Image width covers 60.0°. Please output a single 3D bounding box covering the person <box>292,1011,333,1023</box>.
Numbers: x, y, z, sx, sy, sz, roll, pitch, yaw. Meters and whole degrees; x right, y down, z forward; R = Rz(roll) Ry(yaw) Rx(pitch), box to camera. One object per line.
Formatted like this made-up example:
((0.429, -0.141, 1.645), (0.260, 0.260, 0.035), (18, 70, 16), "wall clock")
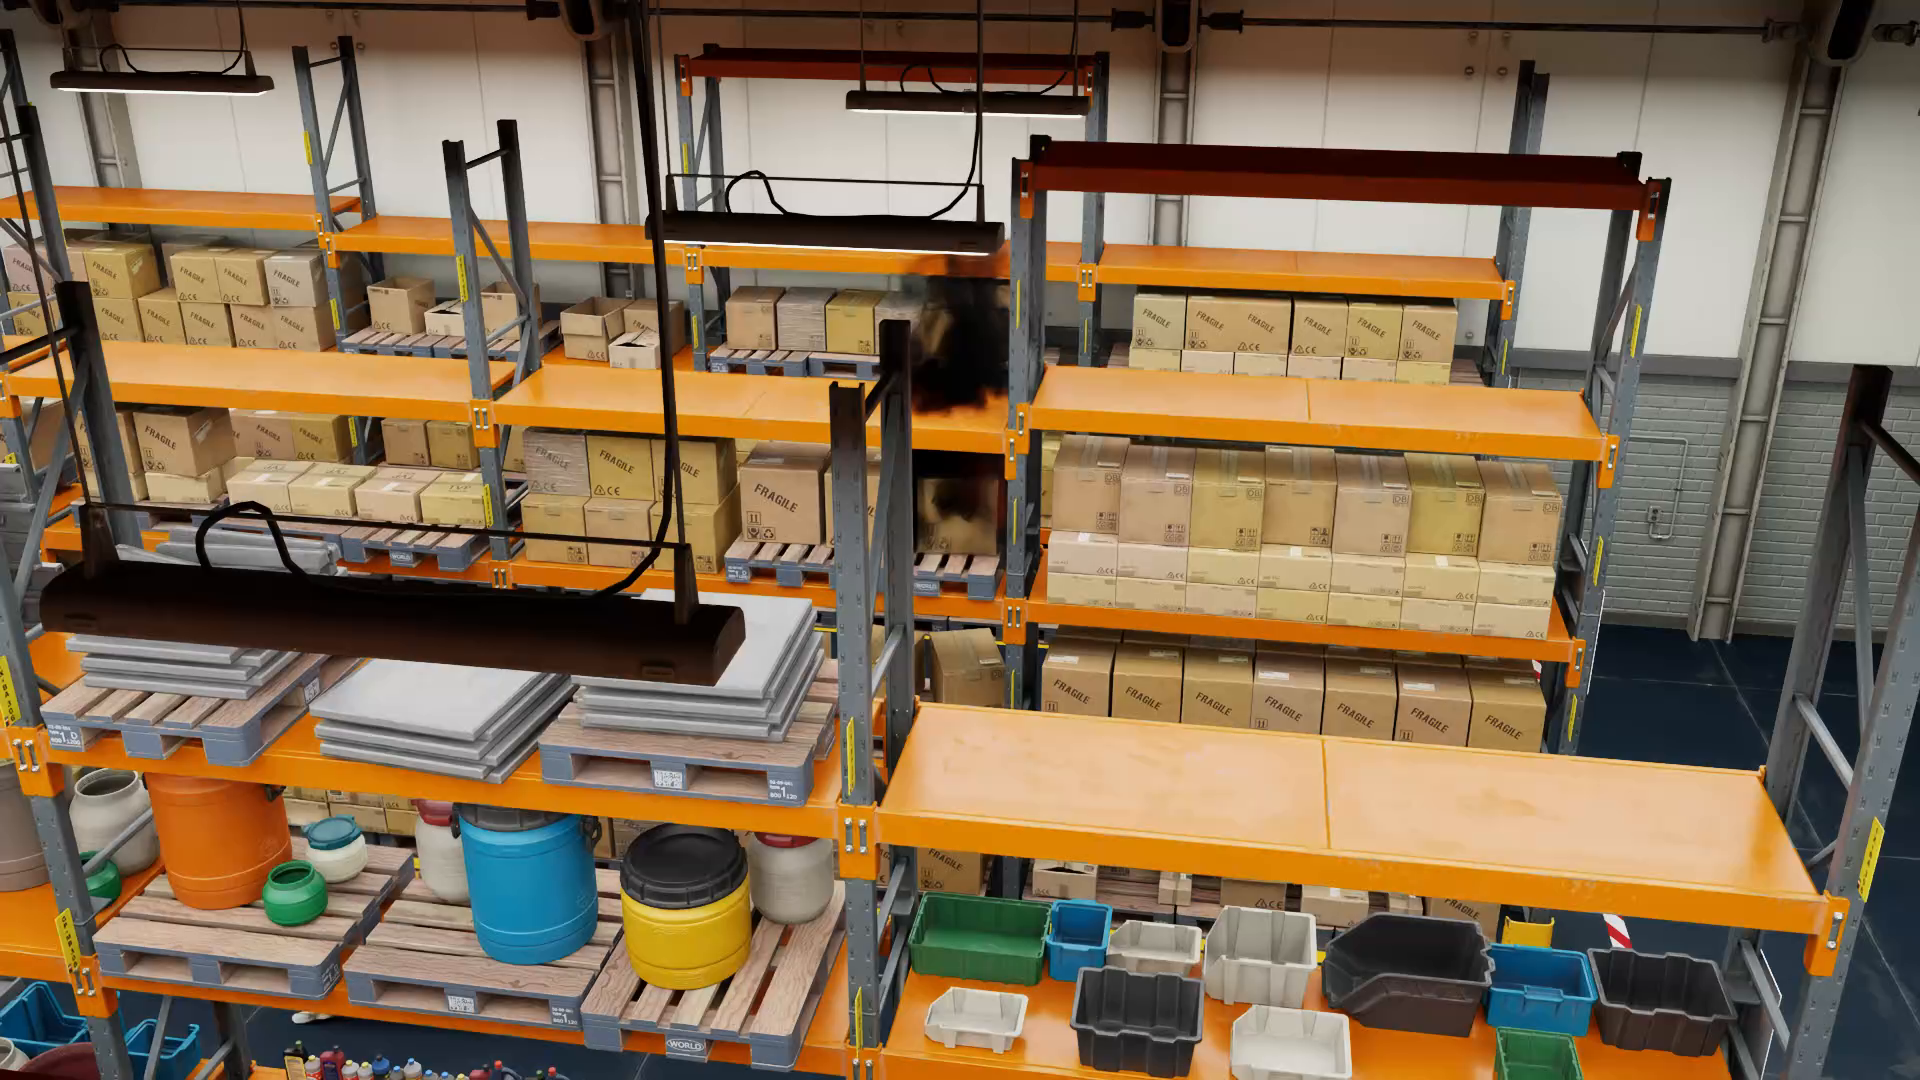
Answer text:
((-4.395, 2.743, 11.773), (0.939, 1.676, 0.568), (1, 23, 1), "person")
